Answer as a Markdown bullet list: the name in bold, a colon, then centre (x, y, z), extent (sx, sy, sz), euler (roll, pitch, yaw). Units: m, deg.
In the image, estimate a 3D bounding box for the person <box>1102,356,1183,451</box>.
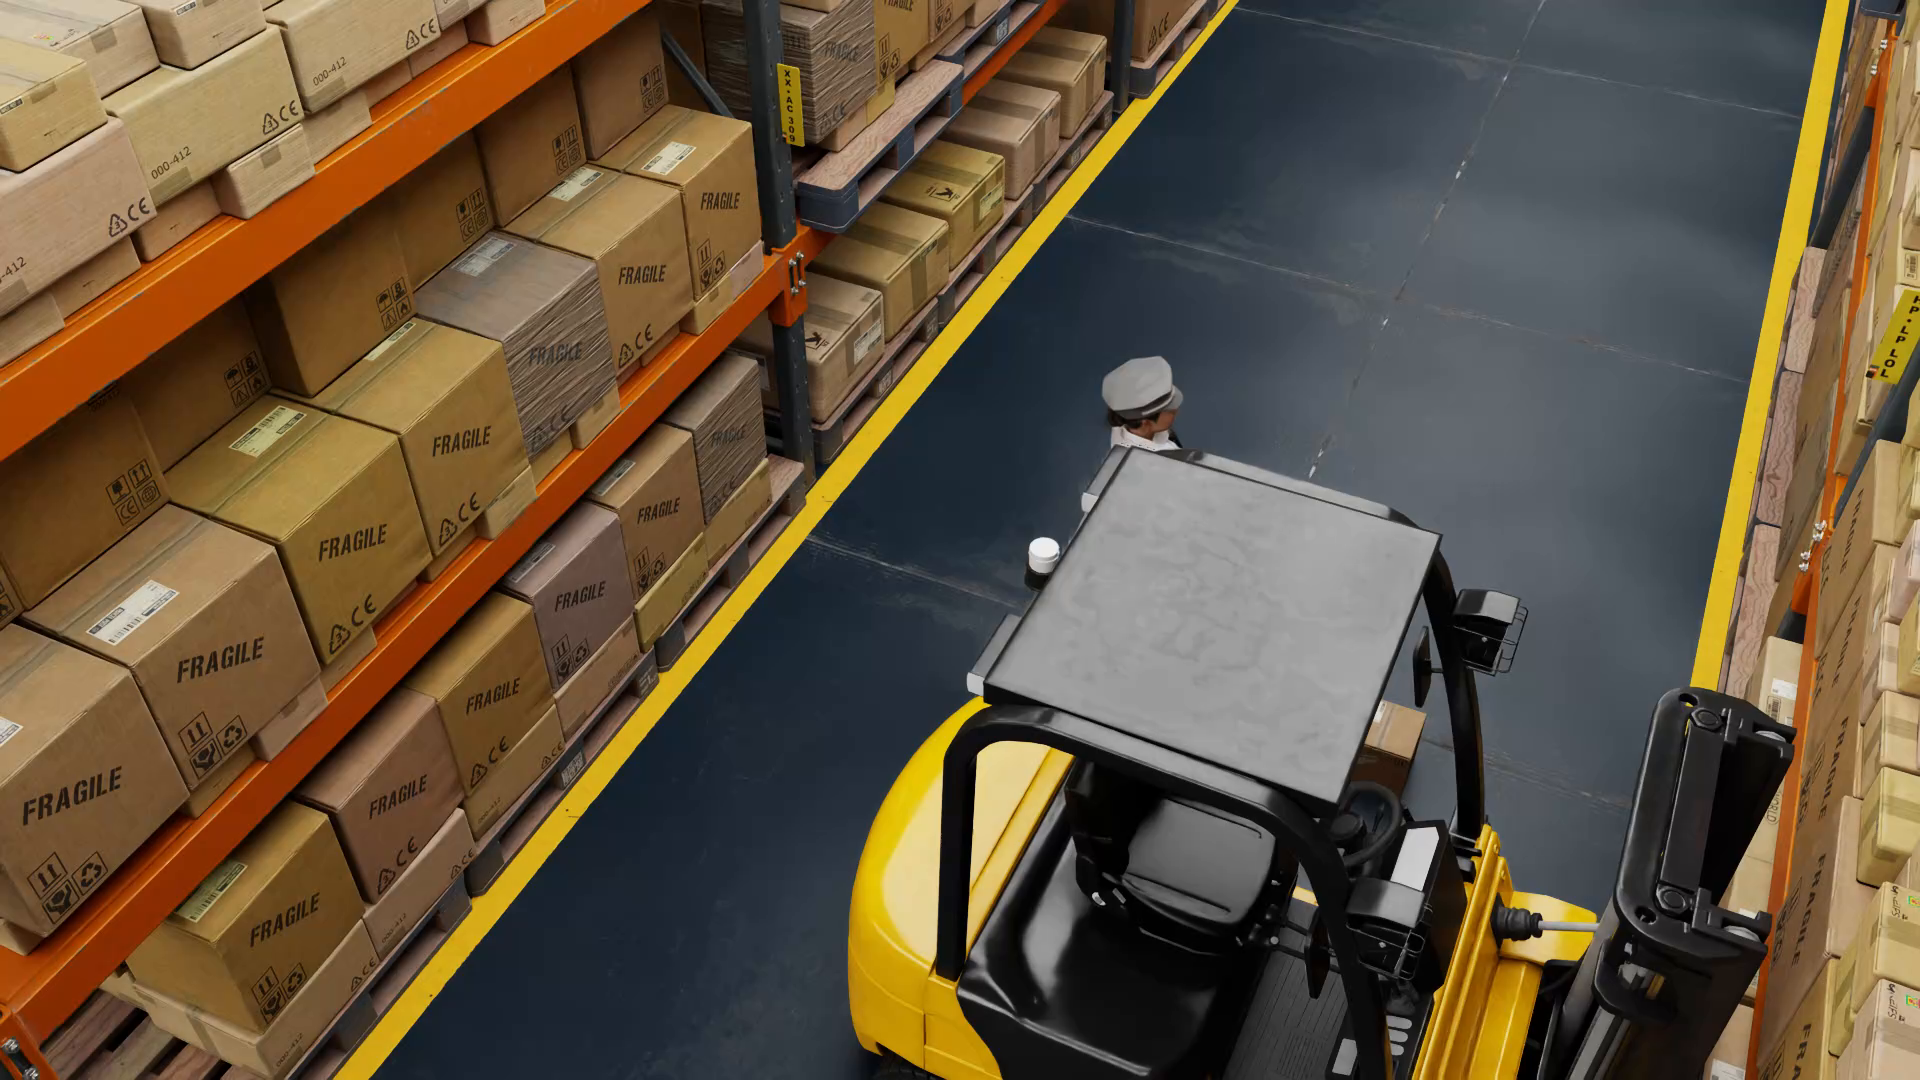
- **person**: centre (0.708, 0.052, 6.080), extent (0.902, 1.645, 0.505), euler (8, 43, 9)
